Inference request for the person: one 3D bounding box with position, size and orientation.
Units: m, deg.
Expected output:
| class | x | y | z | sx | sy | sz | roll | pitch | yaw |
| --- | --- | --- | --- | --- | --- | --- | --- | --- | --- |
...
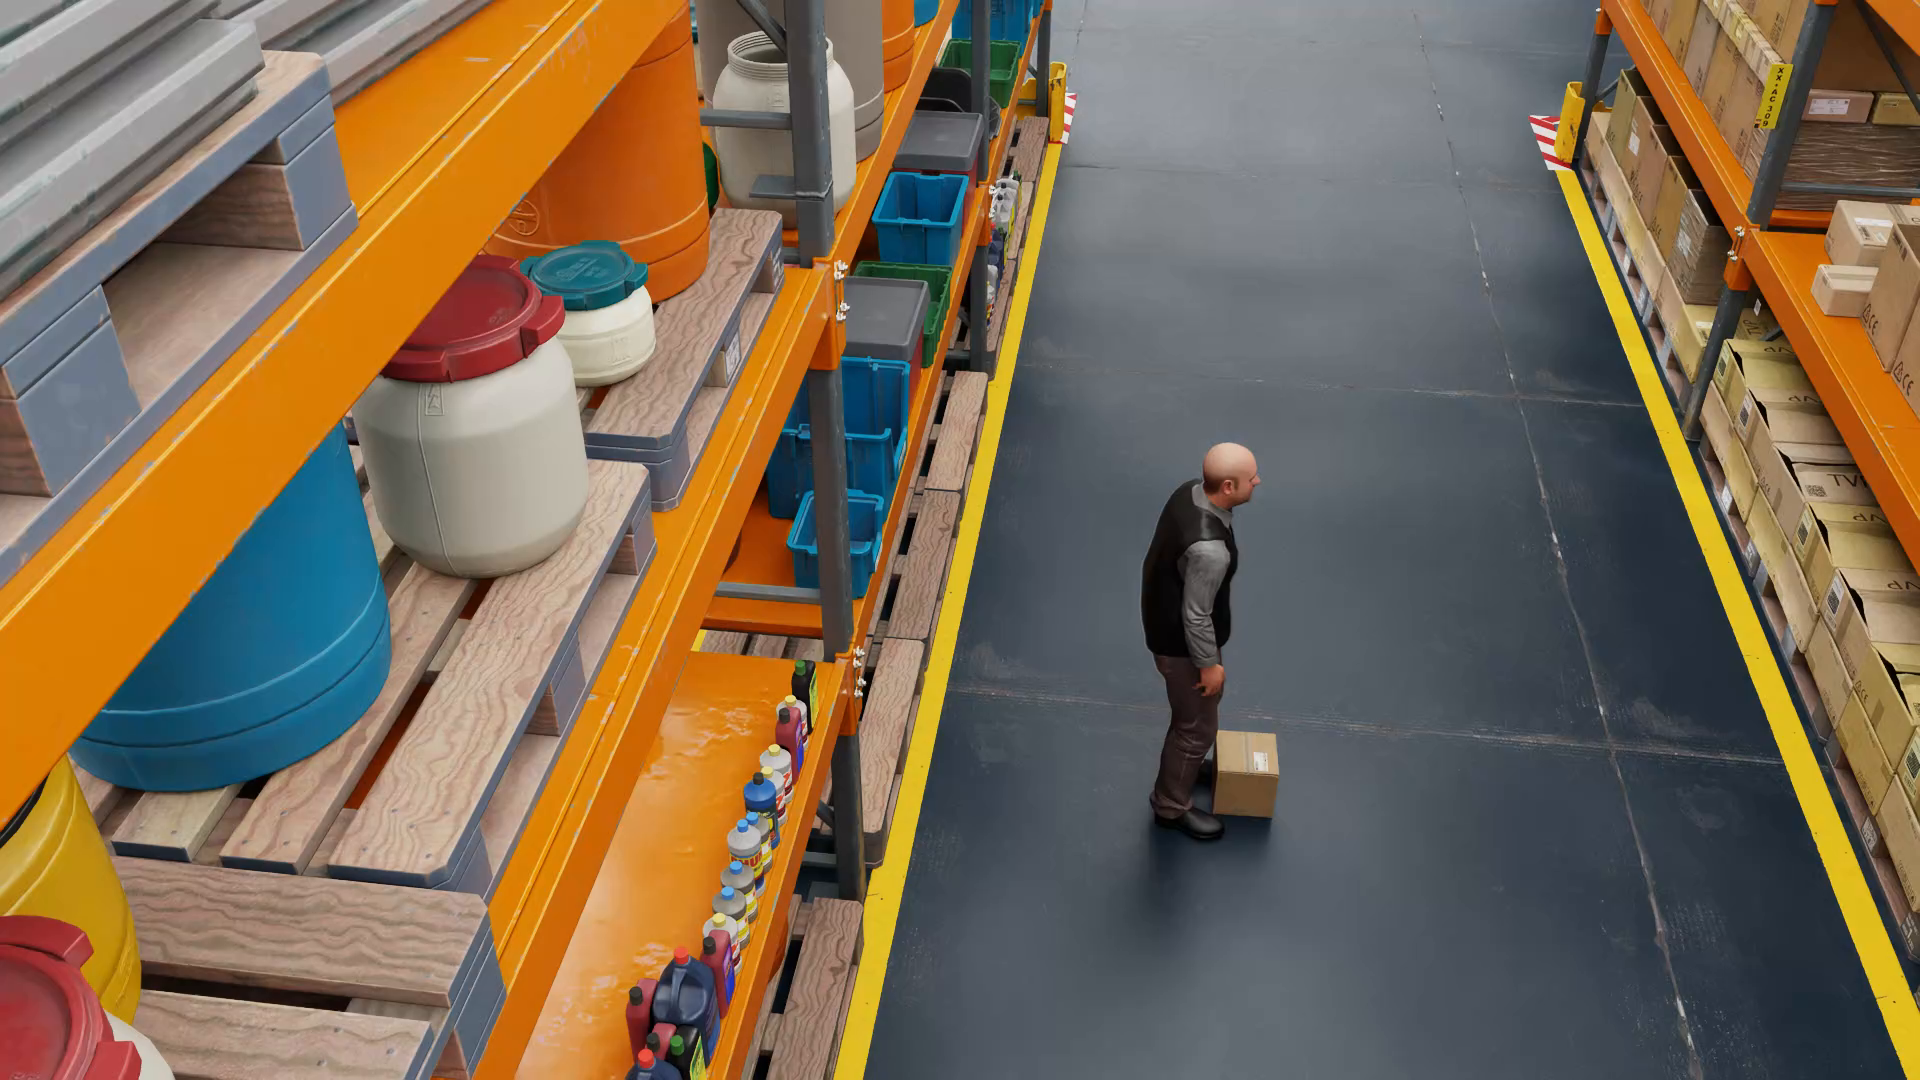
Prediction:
| class | x | y | z | sx | sy | sz | roll | pitch | yaw |
| --- | --- | --- | --- | --- | --- | --- | --- | --- | --- |
| person | 0.940 | 0.365 | 6.569 | 0.468 | 1.722 | 0.594 | 3 | 36 | 3 |
